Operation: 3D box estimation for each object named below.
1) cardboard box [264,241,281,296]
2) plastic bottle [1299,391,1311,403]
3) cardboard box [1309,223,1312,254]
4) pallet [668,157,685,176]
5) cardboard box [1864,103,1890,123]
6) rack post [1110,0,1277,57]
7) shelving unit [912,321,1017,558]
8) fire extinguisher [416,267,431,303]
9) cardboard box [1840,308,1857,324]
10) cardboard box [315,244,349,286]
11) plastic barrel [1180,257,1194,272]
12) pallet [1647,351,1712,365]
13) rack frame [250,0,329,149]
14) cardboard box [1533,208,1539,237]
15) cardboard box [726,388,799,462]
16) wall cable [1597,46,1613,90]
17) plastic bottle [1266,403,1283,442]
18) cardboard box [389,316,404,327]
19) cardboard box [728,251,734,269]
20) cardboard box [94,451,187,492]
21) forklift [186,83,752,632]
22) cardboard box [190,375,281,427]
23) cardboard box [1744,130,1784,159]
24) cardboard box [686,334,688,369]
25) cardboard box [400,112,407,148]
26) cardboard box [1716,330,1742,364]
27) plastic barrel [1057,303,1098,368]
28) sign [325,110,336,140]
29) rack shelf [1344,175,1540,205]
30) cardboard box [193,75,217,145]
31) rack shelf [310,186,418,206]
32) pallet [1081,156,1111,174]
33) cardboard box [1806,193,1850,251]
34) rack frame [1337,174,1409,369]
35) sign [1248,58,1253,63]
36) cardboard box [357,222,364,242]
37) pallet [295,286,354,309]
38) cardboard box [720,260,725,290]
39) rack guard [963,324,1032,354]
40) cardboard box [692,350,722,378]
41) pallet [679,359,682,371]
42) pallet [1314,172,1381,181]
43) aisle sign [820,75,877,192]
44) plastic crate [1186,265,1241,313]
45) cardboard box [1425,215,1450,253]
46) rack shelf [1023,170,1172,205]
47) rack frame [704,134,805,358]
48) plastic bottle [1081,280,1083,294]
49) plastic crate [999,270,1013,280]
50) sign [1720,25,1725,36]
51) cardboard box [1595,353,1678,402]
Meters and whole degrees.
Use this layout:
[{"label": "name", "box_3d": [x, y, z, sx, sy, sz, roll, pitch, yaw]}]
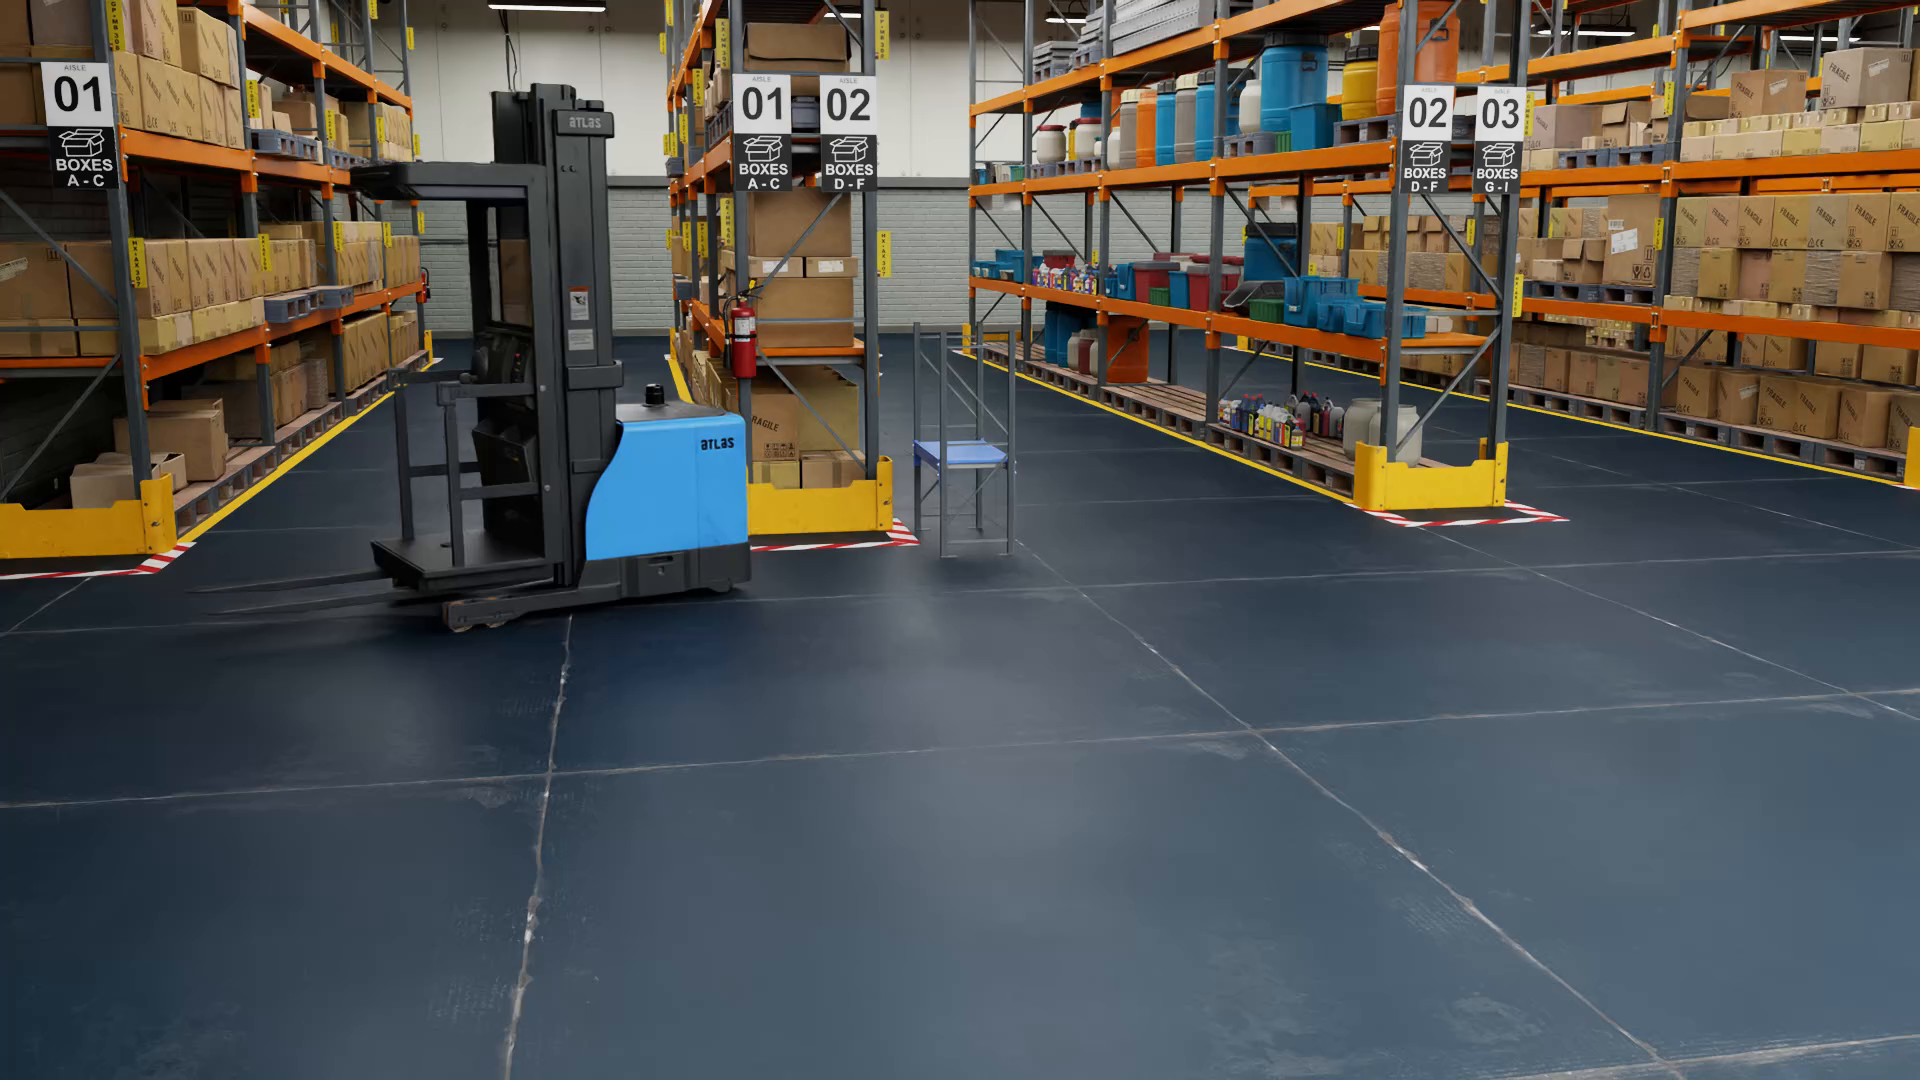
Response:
[{"label": "cardboard box", "box_3d": [-6.893, -2.575, 15.761, 0.700, 0.500, 0.500, -1, 11, -5]}, {"label": "plastic bottle", "box_3d": [3.400, -1.280, 16.308, 0.144, 0.351, 0.185, -2, 11, -13]}, {"label": "cardboard box", "box_3d": [5.549, -5.011, 27.599, 0.500, 0.500, 0.500, -2, 11, -13]}, {"label": "pallet", "box_3d": [-3.161, -4.830, 21.530, 1.213, 0.211, 1.003, -2, 11, -11]}, {"label": "cardboard box", "box_3d": [8.099, -3.698, 14.417, 0.380, 0.149, 0.250, -2, 11, -11]}, {"label": "rack post", "box_3d": [2.524, -5.876, 17.969, 1.013, 1.000, 3.121, -2, 11, -11]}, {"label": "shelving unit", "box_3d": [0.017, -0.721, 11.474, 0.538, 1.500, 1.048, -2, 11, -11]}, {"label": "fire extinguisher", "box_3d": [-8.637, -4.137, 26.613, 0.296, 0.674, 0.183, -2, 11, -11]}, {"label": "cardboard box", "box_3d": [8.182, -2.025, 14.983, 0.380, 0.149, 0.250, -2, 11, -11]}, {"label": "cardboard box", "box_3d": [-7.348, -3.150, 19.107, 0.500, 0.500, 0.500, -2, 11, -9]}, {"label": "plastic barrel", "box_3d": [2.705, -3.003, 19.155, 0.421, 0.512, 0.421, 0, 11, 0]}, {"label": "pallet", "box_3d": [11.332, -2.770, 25.684, 1.003, 0.211, 1.213, -2, 11, -11]}, {"label": "rack frame", "box_3d": [-7.504, -5.794, 18.068, 1.000, 3.000, 0.127, -2, 11, -11]}, {"label": "cardboard box", "box_3d": [10.332, -5.518, 28.928, 0.500, 0.500, 0.500, -2, 11, -9]}, {"label": "cardboard box", "box_3d": [-1.486, -0.871, 12.478, 0.500, 0.500, 0.500, -2, 11, -11]}, {"label": "wall cable", "box_3d": [13.854, -9.195, 35.937, 0.463, 3.000, 0.029, -2, 11, -11]}, {"label": "plastic bottle", "box_3d": [2.897, -1.078, 15.246, 0.144, 0.351, 0.185, -2, 11, -9]}, {"label": "cardboard box", "box_3d": [-8.316, -3.183, 24.225, 0.380, 0.149, 0.250, -2, 11, -13]}, {"label": "cardboard box", "box_3d": [-1.806, -2.418, 14.375, 0.380, 0.149, 0.250, -2, 11, -13]}, {"label": "cardboard box", "box_3d": [-6.105, -0.509, 12.364, 0.500, 0.311, 0.500, -1, 11, -6]}, {"label": "forklift", "box_3d": [-2.773, -1.050, 9.374, 3.031, 2.935, 1.130, -7, 13, -33]}, {"label": "cardboard box", "box_3d": [-7.035, -1.328, 16.162, 0.700, 0.500, 0.500, -2, 11, -12]}, {"label": "cardboard box", "box_3d": [7.880, -3.773, 15.875, 0.500, 0.250, 0.500, -3, 11, -13]}, {"label": "cardboard box", "box_3d": [-3.454, -2.554, 22.602, 0.500, 0.500, 0.500, -2, 11, -10]}, {"label": "cardboard box", "box_3d": [-8.563, -6.121, 24.815, 0.500, 0.500, 0.500, -2, 11, -9]}, {"label": "cardboard box", "box_3d": [11.356, -2.830, 24.105, 0.500, 0.500, 0.500, -3, 11, -14]}, {"label": "plastic barrel", "box_3d": [1.663, -2.886, 23.323, 0.600, 0.901, 0.708, -2, 11, -11]}, {"label": "sign", "box_3d": [-6.971, -4.593, 18.402, 0.100, 0.325, 0.005, -2, 11, -11]}, {"label": "rack shelf", "box_3d": [6.683, -4.874, 23.182, 1.077, 0.370, 4.000, -2, 11, -11]}, {"label": "cardboard box", "box_3d": [-6.155, -3.368, 13.027, 0.500, 0.500, 0.500, -3, 11, -13]}, {"label": "rack shelf", "box_3d": [-8.671, -5.067, 24.197, 1.077, 0.370, 4.000, -2, 11, -11]}, {"label": "pallet", "box_3d": [2.161, -4.731, 21.015, 1.003, 0.211, 1.213, -2, 11, -11]}, {"label": "cardboard box", "box_3d": [8.081, -2.881, 15.074, 0.500, 0.500, 0.500, -2, 11, -11]}, {"label": "rack frame", "box_3d": [6.294, -4.120, 25.323, 1.000, 3.000, 0.127, -2, 11, -11]}, {"label": "sign", "box_3d": [4.971, -8.319, 28.414, 0.100, 0.325, 0.005, -2, 11, -11]}, {"label": "cardboard box", "box_3d": [-7.651, -3.796, 20.496, 0.500, 0.250, 0.500, -2, 11, -12]}, {"label": "pallet", "box_3d": [-7.261, -2.625, 17.981, 1.213, 0.211, 1.003, -2, 11, -11]}, {"label": "cardboard box", "box_3d": [-2.303, -2.769, 17.956, 0.500, 0.500, 0.500, -3, 11, -14]}, {"label": "rack guard", "box_3d": [0.640, -3.450, 28.485, 1.175, 0.500, 0.348, -2, 11, -11]}, {"label": "cardboard box", "box_3d": [-2.832, -2.052, 19.184, 0.500, 0.311, 0.500, -2, 11, -9]}, {"label": "pallet", "box_3d": [-3.797, -2.741, 25.534, 1.003, 0.211, 1.213, -2, 11, -11]}, {"label": "pallet", "box_3d": [6.145, -5.701, 25.841, 1.003, 0.211, 1.213, -2, 11, -11]}, {"label": "aisle sign", "box_3d": [-0.777, -2.836, 11.622, 0.394, 0.787, 0.004, -2, 11, -11]}, {"label": "plastic crate", "box_3d": [2.597, -2.582, 17.070, 0.402, 0.464, 0.583, -2, 11, -11]}, {"label": "cardboard box", "box_3d": [6.822, -4.183, 22.701, 0.797, 0.503, 0.637, -2, 11, -10]}, {"label": "rack shelf", "box_3d": [1.825, -4.694, 22.236, 1.077, 0.370, 4.000, -2, 11, -11]}, {"label": "rack frame", "box_3d": [-1.868, -2.294, 15.725, 1.000, 3.000, 0.127, -2, 11, -11]}, {"label": "plastic bottle", "box_3d": [1.610, -3.285, 21.467, 0.097, 0.201, 0.097, 0, 11, 0]}, {"label": "plastic crate", "box_3d": [0.802, -4.149, 26.016, 0.293, 0.136, 0.466, -2, 11, -11]}, {"label": "sign", "box_3d": [11.722, -7.787, 25.621, 0.100, 0.325, 0.005, -2, 11, -11]}, {"label": "cardboard box", "box_3d": [7.677, -1.843, 18.865, 0.700, 0.500, 0.500, -2, 11, -11]}]
